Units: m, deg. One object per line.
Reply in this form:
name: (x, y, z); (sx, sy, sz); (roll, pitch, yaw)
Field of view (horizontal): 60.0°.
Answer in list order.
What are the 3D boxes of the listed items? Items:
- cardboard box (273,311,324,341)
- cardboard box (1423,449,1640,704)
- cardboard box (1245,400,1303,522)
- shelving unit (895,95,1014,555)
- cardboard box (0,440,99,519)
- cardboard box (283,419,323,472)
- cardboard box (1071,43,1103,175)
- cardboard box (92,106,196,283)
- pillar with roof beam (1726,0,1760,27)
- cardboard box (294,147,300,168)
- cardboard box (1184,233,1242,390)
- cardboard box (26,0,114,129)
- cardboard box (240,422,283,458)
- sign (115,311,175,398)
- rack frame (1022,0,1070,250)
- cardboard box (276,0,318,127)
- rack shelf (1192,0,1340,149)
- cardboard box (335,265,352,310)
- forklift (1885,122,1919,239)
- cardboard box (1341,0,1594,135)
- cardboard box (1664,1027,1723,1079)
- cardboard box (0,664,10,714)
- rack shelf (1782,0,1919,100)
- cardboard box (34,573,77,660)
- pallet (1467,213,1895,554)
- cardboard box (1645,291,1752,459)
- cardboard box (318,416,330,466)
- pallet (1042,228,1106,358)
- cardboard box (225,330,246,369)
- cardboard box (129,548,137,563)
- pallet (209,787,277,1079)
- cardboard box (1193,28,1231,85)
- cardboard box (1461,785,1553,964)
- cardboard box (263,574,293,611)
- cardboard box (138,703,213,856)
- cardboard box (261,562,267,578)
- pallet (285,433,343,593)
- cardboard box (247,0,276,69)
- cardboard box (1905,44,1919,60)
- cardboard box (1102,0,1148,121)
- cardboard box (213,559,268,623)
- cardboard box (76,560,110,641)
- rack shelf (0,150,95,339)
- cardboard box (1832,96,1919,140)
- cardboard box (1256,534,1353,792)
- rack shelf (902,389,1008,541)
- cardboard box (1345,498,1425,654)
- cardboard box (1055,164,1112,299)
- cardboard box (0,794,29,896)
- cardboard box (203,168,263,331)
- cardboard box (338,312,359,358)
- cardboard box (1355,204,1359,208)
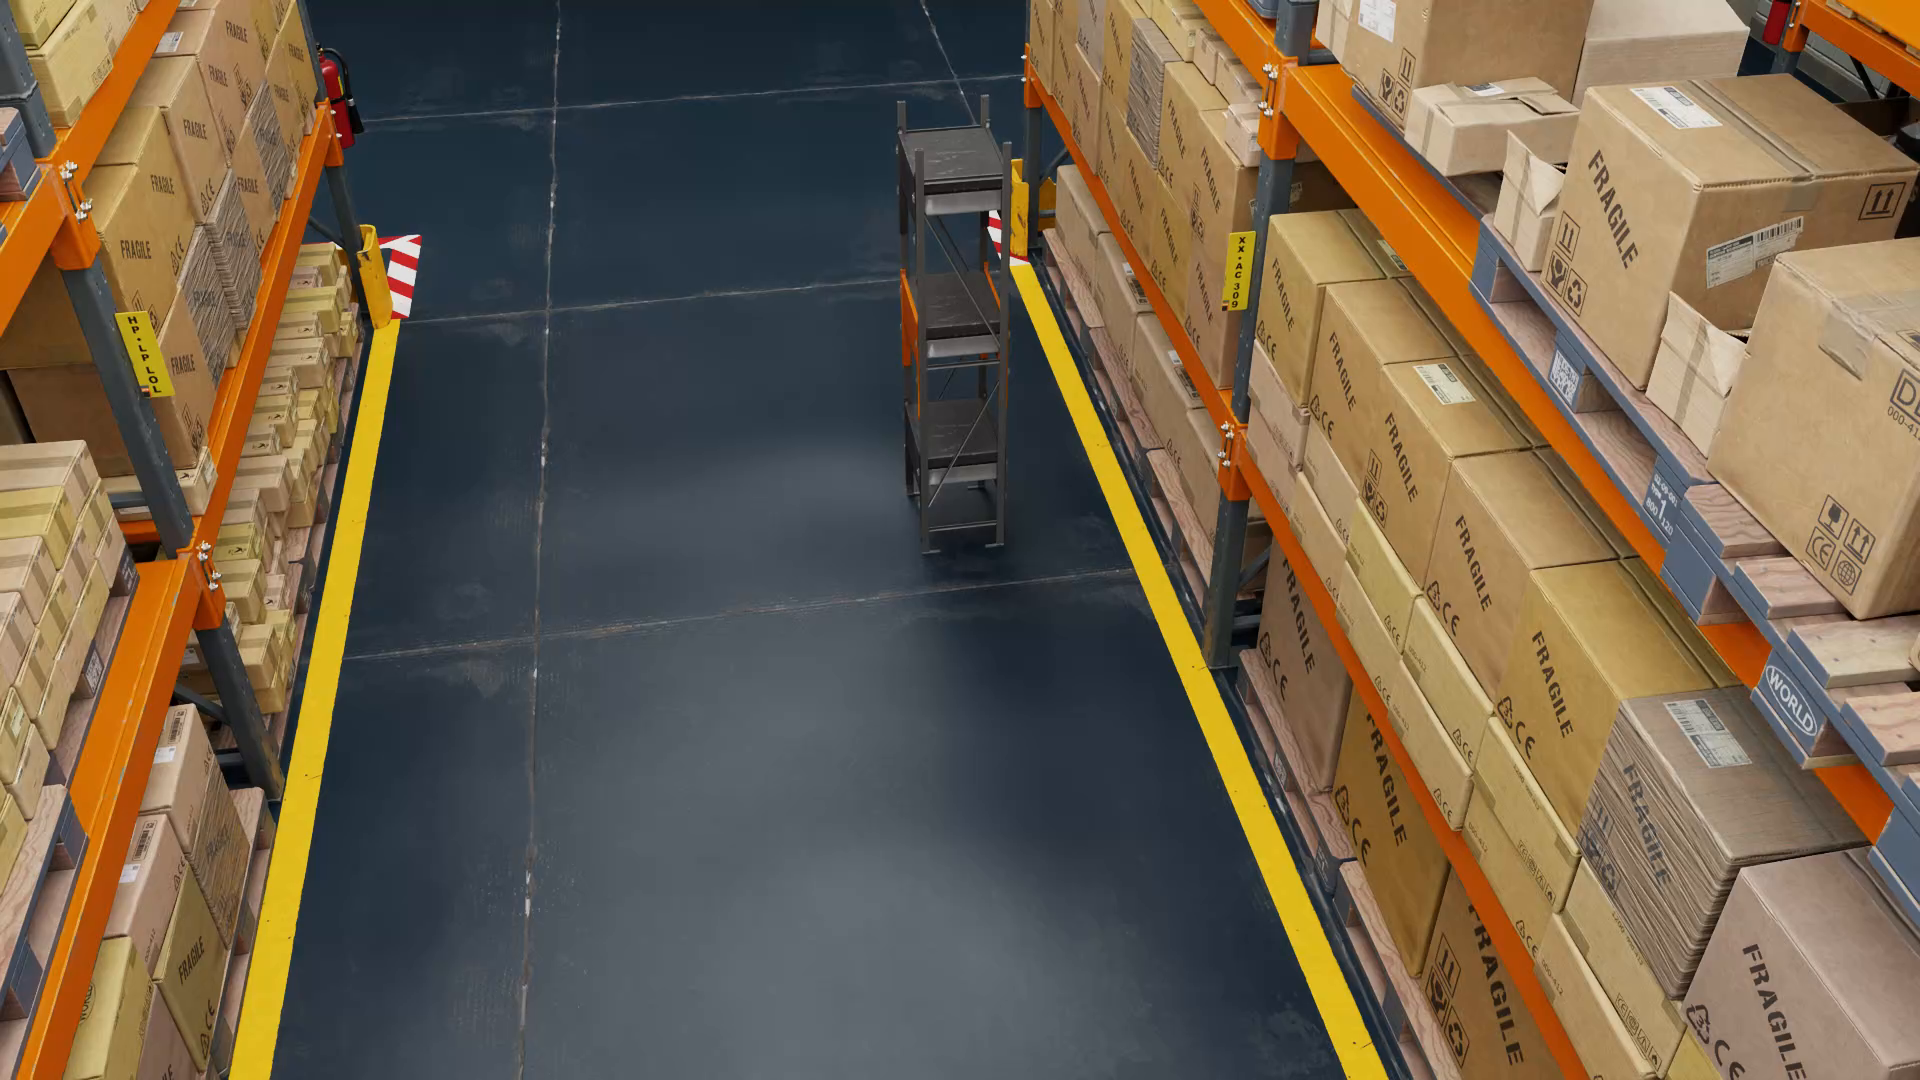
cardboard box: (-3.485, -1.033, 8.531); (0.380, 0.149, 0.250); (-8, 39, -10)
cardboard box: (1.682, 0.090, 4.693); (0.500, 0.500, 0.500); (-7, 38, -9)
cardboard box: (1.406, -0.338, 6.263); (0.500, 0.250, 0.500); (-7, 38, -9)
shelving unit: (-0.029, -0.929, 7.634); (0.431, 2.100, 0.503); (-6, 38, -8)
cardboard box: (-3.004, -0.179, 5.312); (0.380, 0.149, 0.250); (-5, 38, -6)
cardboard box: (-3.296, -0.439, 8.008); (0.380, 0.149, 0.250); (-6, 38, -7)
cardboard box: (0.876, -2.215, 8.474); (0.500, 0.500, 0.500); (-6, 38, -8)
cardboard box: (-3.212, -1.260, 6.188); (0.500, 0.500, 0.500); (-7, 38, -9)
pillar with roof beam: (1.950, -7.276, 10.180); (9.100, 9.000, 0.400); (-6, 38, -8)
cardboard box: (-3.567, -1.945, 8.413); (0.380, 0.149, 0.250); (-7, 38, -8)
cardboard box: (1.256, -0.984, 6.890); (0.500, 0.500, 0.500); (-6, 38, -8)
cardboard box: (-3.088, -1.532, 5.354); (0.500, 0.250, 0.500); (-4, 38, -6)
cardboard box: (-3.368, -0.397, 7.713); (0.380, 0.149, 0.250); (-8, 39, -10)
sign: (-2.721, -0.618, 5.556); (0.100, 0.325, 0.005); (-6, 38, -8)
rack frame: (0.887, -3.108, 9.705); (1.000, 3.000, 0.127); (-6, 38, -8)
cardboard box: (-3.636, -2.428, 8.506); (0.500, 0.500, 0.500); (-5, 38, -7)
rack shelf: (1.238, -2.800, 7.451); (1.077, 0.370, 4.000); (-6, 38, -8)
cardboard box: (-3.595, -1.384, 9.225); (0.380, 0.149, 0.250); (-7, 38, -9)
forklift: (3.435, 0.199, 5.504); (1.130, 2.935, 3.031); (-5, 38, -7)
cardboard box: (1.458, -1.518, 4.790); (0.500, 0.500, 0.500); (-7, 38, -9)
cardboard box: (1.955, 1.321, 3.720); (0.500, 0.250, 0.500); (-6, 38, -8)
cardboard box: (-2.827, 0.447, 4.507); (0.380, 0.149, 0.250); (-7, 38, -9)
rack shelf: (6.124, -2.152, 9.061); (1.077, 0.370, 4.000); (-6, 38, -8)
cardboard box: (-2.915, 0.246, 5.009); (0.380, 0.149, 0.250); (-5, 38, -6)
pallet: (1.926, -0.444, 3.986); (1.003, 0.211, 1.213); (-5, 38, -6)
cardboard box: (1.704, -0.367, 3.500); (0.396, 0.266, 0.258); (-7, 38, -9)
cardboard box: (-3.374, -0.483, 8.309); (0.380, 0.149, 0.250); (-6, 38, -7)
pallet: (1.105, -1.532, 9.950); (1.003, 0.211, 1.213); (-6, 38, -8)
cardboard box: (-3.233, -0.833, 6.982); (0.380, 0.149, 0.250); (-6, 38, -7)
cardboard box: (-3.720, 0.140, 7.021); (0.380, 0.149, 0.250); (-7, 38, -8)
pallet: (-3.129, 1.473, 6.082); (1.003, 0.211, 1.213); (-6, 38, -8)
cardboard box: (1.186, -2.008, 6.864); (0.380, 0.149, 0.250); (-7, 38, -8)
cardboard box: (1.768, 0.893, 4.678); (0.500, 0.250, 0.500); (-7, 38, -8)
cardboard box: (-3.156, 0.302, 7.298); (0.380, 0.149, 0.250); (-6, 38, -8)
cardboard box: (-2.888, 0.849, 5.696); (0.500, 0.250, 0.500); (-7, 38, -9)
cardboard box: (-3.226, 0.204, 7.181); (0.380, 0.149, 0.250); (-6, 38, -8)
pallet: (-3.637, -0.138, 8.155); (1.003, 0.211, 1.213); (-6, 38, -8)
cardboard box: (-3.554, -2.511, 7.797); (0.500, 0.500, 0.500); (-7, 38, -9)
cardboard box: (5.715, -2.854, 9.583); (0.380, 0.149, 0.250); (-5, 38, -7)
cardboard box: (0.975, -2.299, 7.768); (0.500, 0.500, 0.500); (-6, 38, -8)
cardboard box: (-3.113, 0.224, 6.914); (0.380, 0.149, 0.250); (-4, 38, -6)
cardboard box: (-2.956, 0.210, 5.297); (0.380, 0.149, 0.250); (-6, 38, -8)
rack shelf: (-2.916, 0.209, 3.577); (1.077, 0.370, 4.000); (-6, 38, -8)
cardboard box: (5.787, -2.444, 10.544); (0.797, 0.503, 0.637); (-8, 38, -10)
cardboard box: (1.776, 0.347, 6.648); (0.875, 0.875, 0.875); (-5, 38, -7)
rack shelf: (-0.029, -0.366, 8.072); (0.431, 0.518, 0.480); (-6, 38, -8)
cardboard box: (1.569, 0.086, 5.310); (0.500, 0.250, 0.500); (-6, 38, -7)
cardboard box: (1.101, -1.874, 9.863); (0.875, 0.438, 0.875); (-7, 38, -9)
cardboard box: (-2.771, 0.840, 4.486); (0.380, 0.149, 0.250); (-5, 38, -6)
cardboard box: (-3.252, -1.188, 6.910); (0.500, 0.500, 0.500); (-7, 38, -9)
cardboard box: (-3.526, -1.115, 9.121); (0.380, 0.149, 0.250); (-5, 38, -7)
cardboard box: (1.744, -1.440, 6.662); (0.500, 0.500, 0.500); (-6, 38, -8)
